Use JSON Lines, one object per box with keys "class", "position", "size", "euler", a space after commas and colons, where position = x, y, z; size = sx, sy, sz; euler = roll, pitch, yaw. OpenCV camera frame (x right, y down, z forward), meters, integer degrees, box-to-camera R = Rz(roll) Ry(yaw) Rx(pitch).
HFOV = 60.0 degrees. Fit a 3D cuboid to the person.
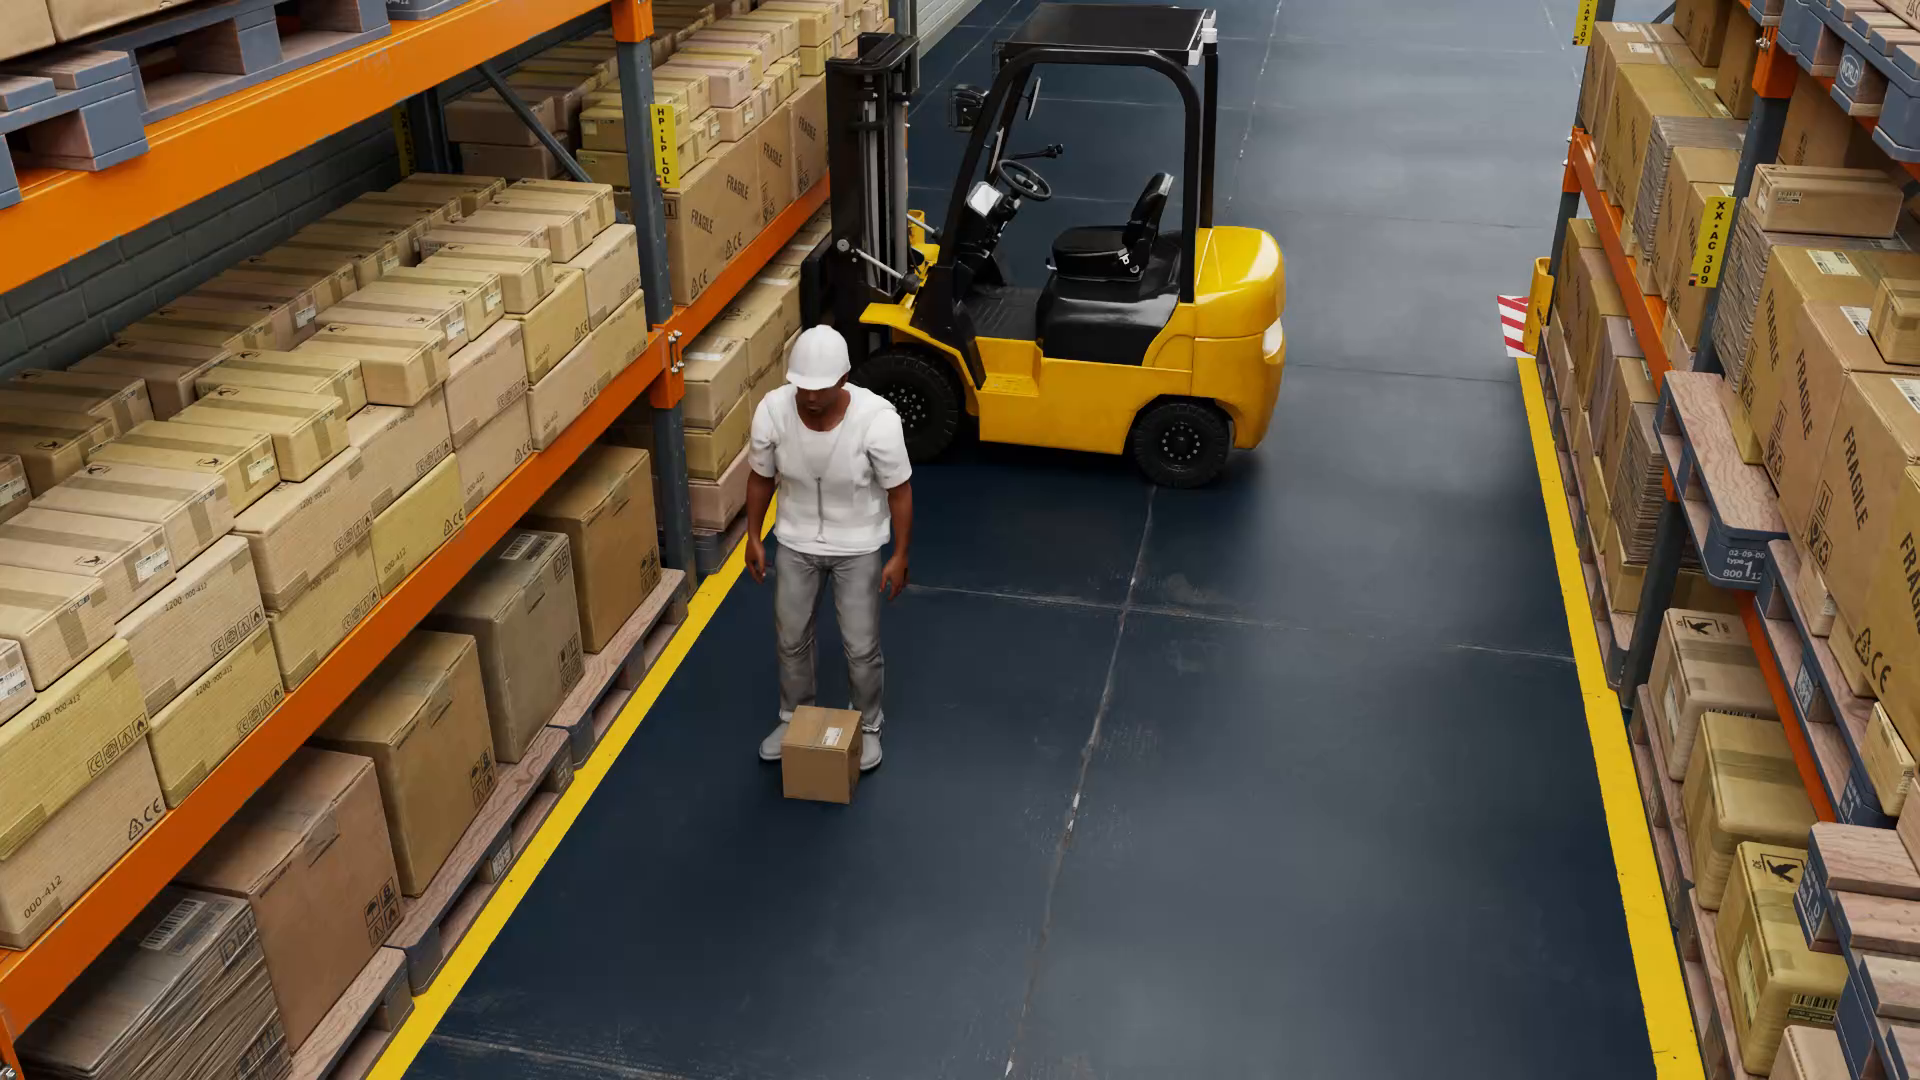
{"class": "person", "position": [-0.484, 0.030, 6.051], "size": [0.627, 1.759, 0.461], "euler": [6, 29, 11]}
